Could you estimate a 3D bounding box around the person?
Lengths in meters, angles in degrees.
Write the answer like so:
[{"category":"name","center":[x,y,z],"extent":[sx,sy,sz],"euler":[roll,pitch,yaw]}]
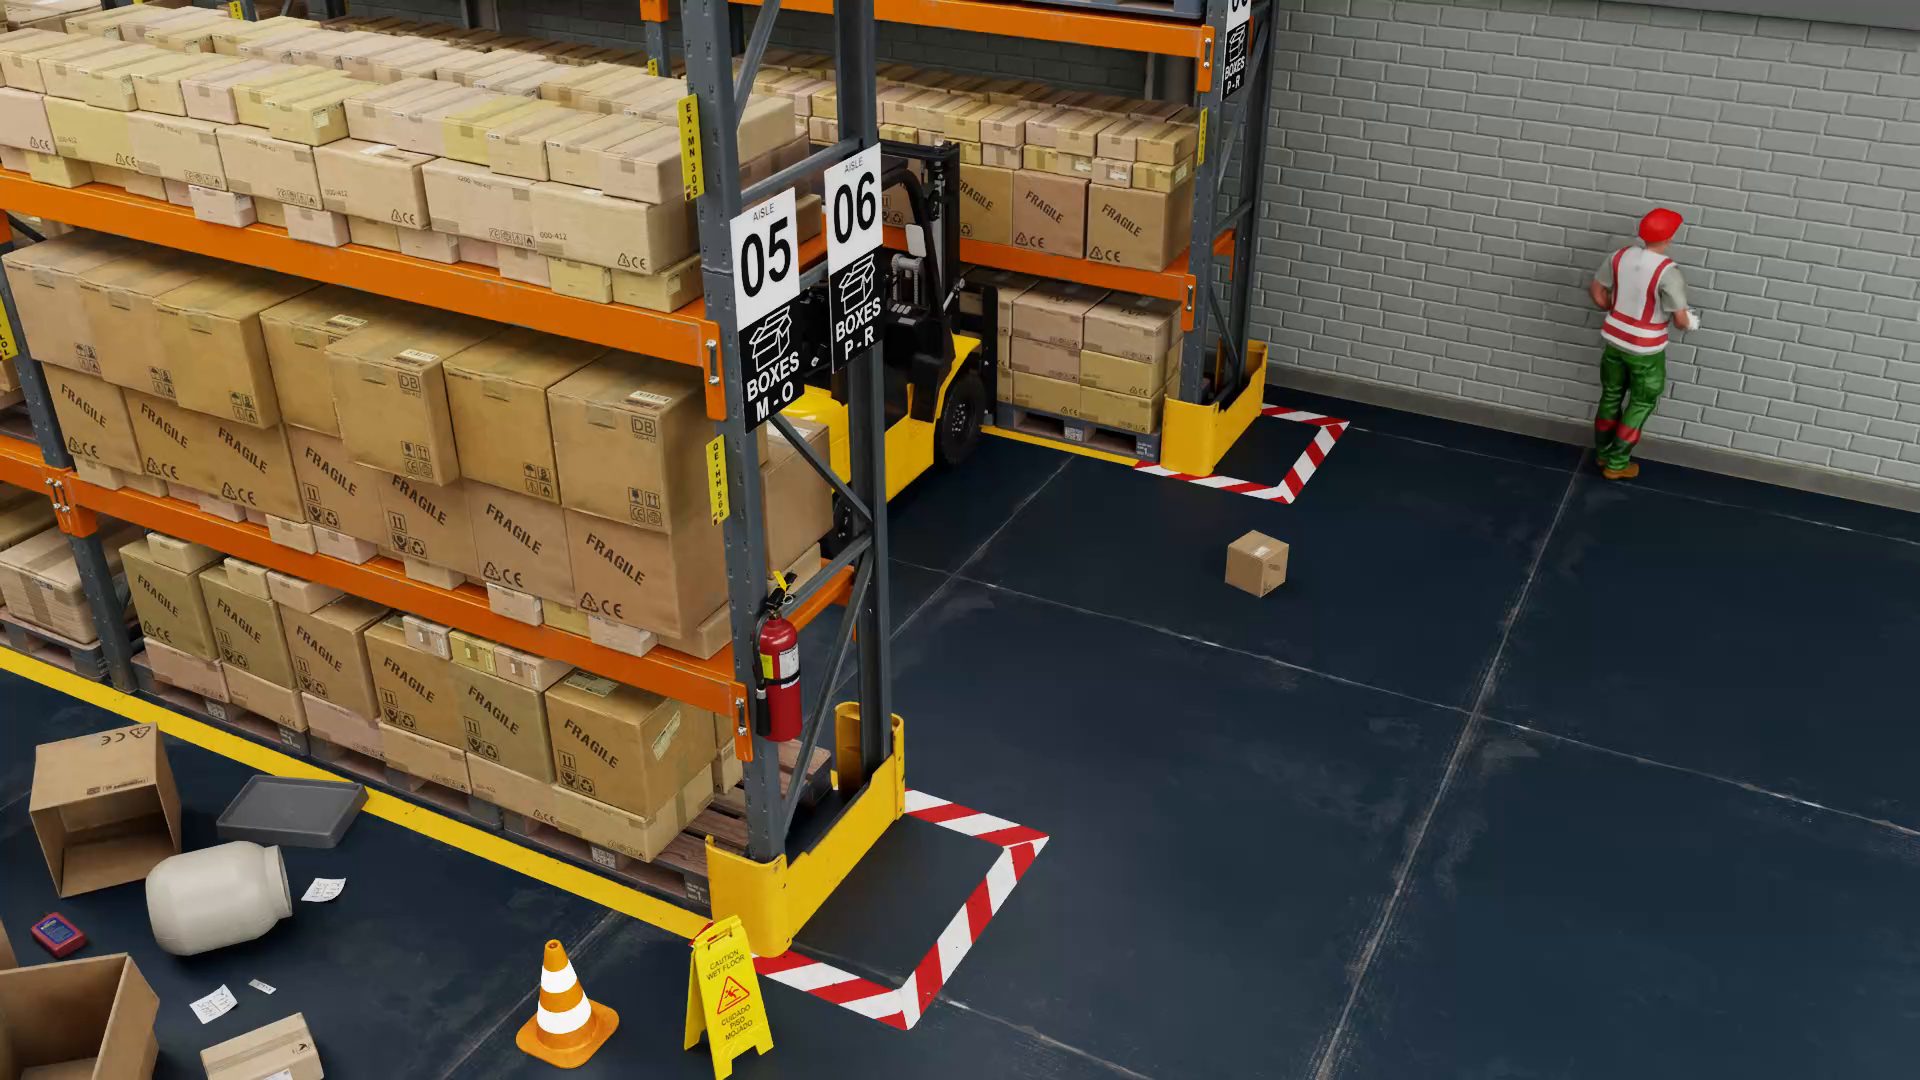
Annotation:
[{"category":"person","center":[4.304,-1.245,10.444],"extent":[0.509,1.786,0.655],"euler":[-18,34,-28]}]
